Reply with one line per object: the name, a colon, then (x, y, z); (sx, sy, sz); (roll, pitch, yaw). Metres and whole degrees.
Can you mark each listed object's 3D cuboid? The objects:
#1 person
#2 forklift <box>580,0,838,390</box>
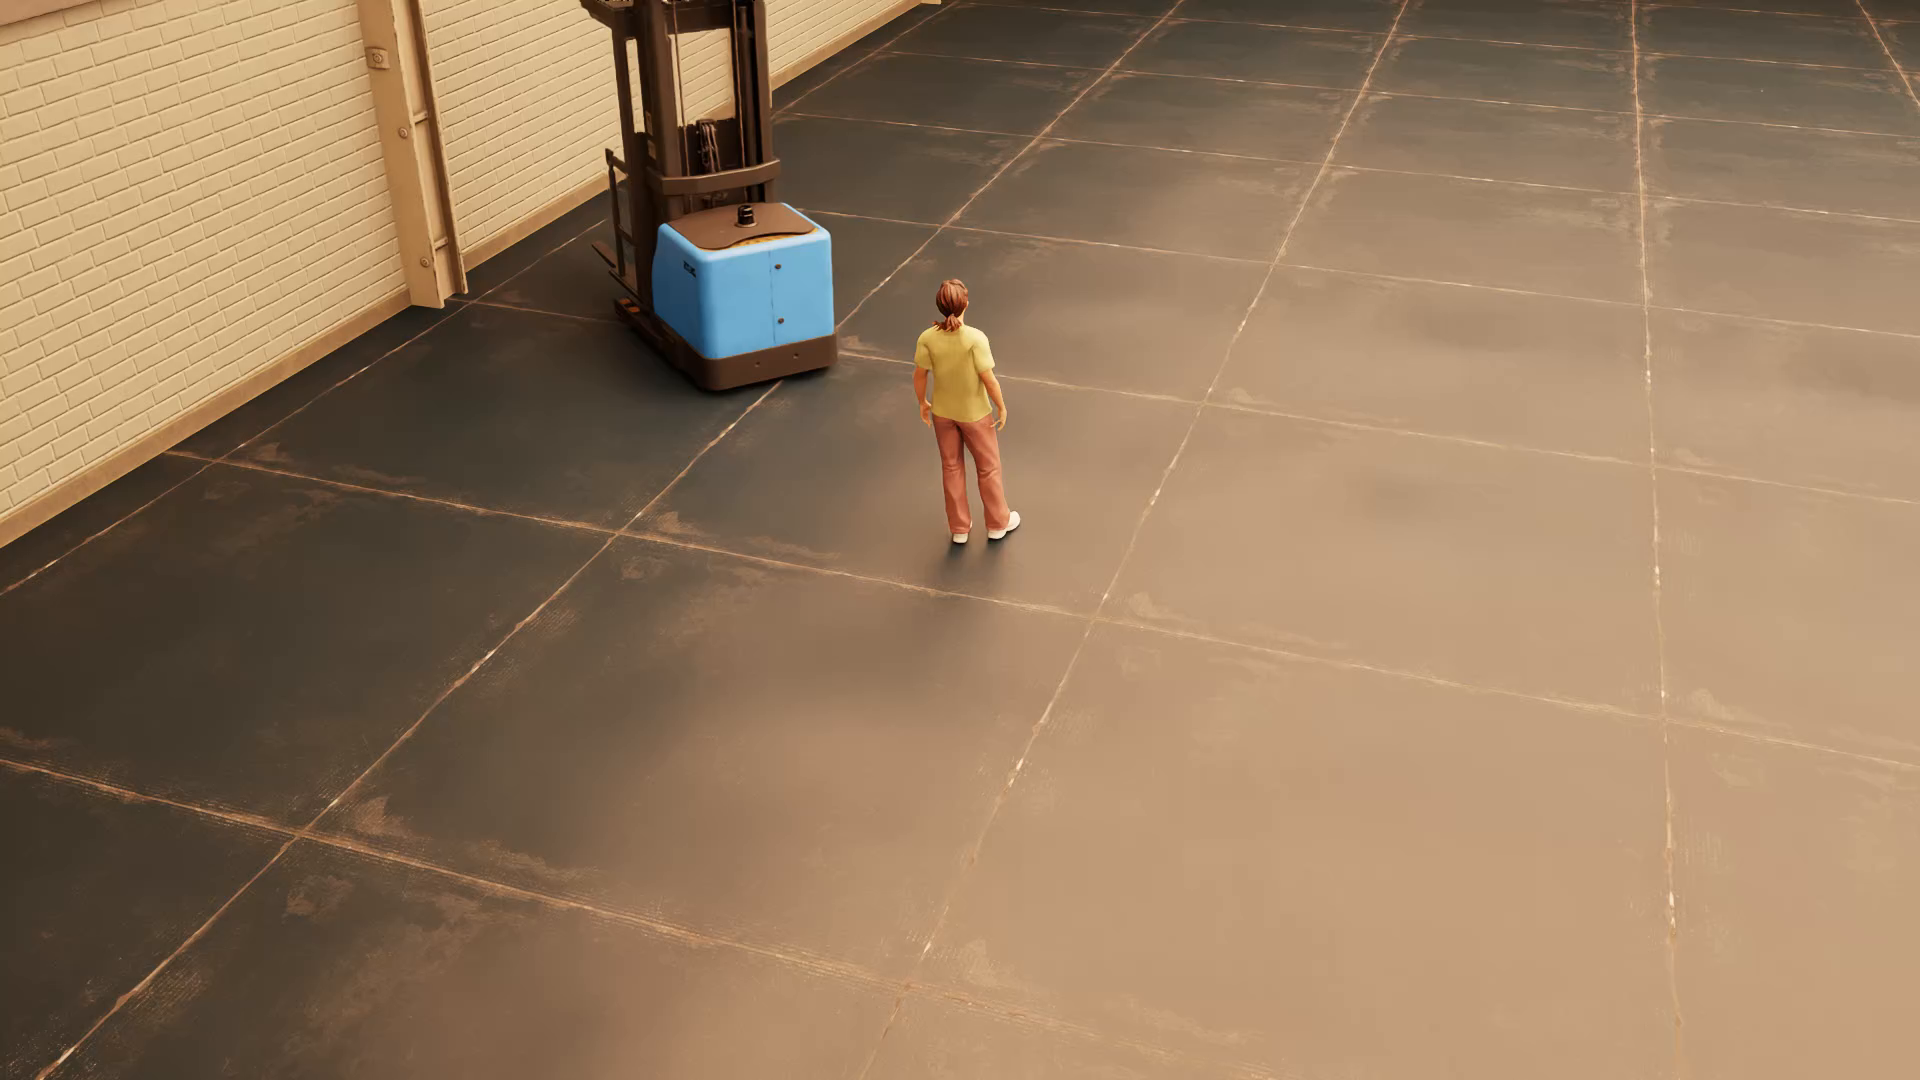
person: (0.035, -0.767, 9.735); (0.554, 1.673, 0.548); (10, 31, 16)
forklift: (-2.074, -3.032, 12.455); (1.130, 2.935, 3.031); (-16, 33, -26)
